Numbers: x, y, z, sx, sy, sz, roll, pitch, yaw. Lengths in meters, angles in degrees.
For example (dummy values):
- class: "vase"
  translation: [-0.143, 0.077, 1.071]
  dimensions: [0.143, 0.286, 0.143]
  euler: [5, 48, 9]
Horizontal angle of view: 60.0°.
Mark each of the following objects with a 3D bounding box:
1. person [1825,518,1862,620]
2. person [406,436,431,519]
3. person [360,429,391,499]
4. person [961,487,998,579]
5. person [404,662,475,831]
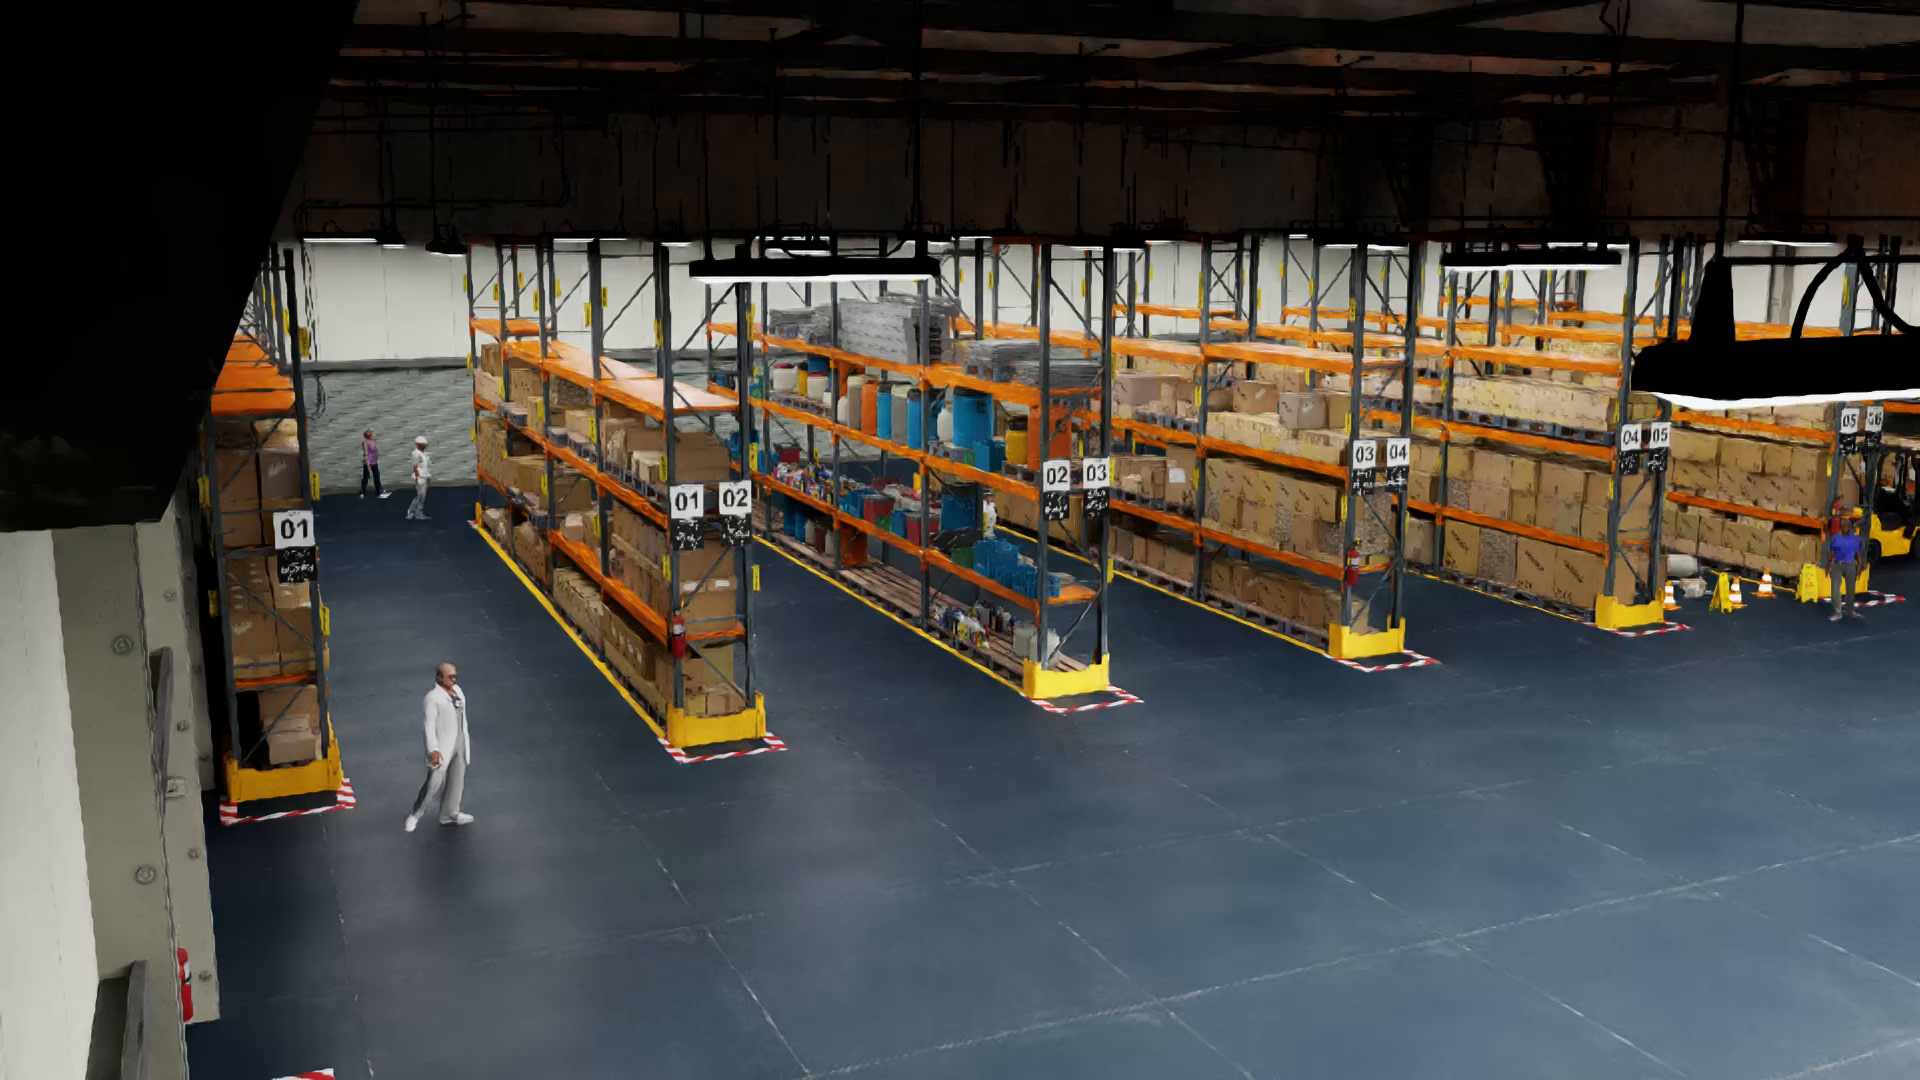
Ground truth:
- class: "person"
  translation: [14.148, 0.498, 26.559]
  dimensions: [0.571, 1.546, 0.534]
  euler: [8, 13, 35]
- class: "person"
  translation: [-11.457, -1.306, 35.140]
  dimensions: [0.469, 1.775, 0.715]
  euler: [1, 11, 4]
- class: "person"
  translation: [-13.413, -1.749, 37.913]
  dimensions: [0.529, 1.588, 0.638]
  euler: [2, 11, 12]
- class: "person"
  translation: [0.392, -0.120, 28.015]
  dimensions: [0.638, 1.607, 0.815]
  euler: [-9, 14, -40]
- class: "person"
  translation: [-5.476, 2.156, 17.372]
  dimensions: [0.557, 1.769, 0.783]
  euler: [5, 12, 25]
